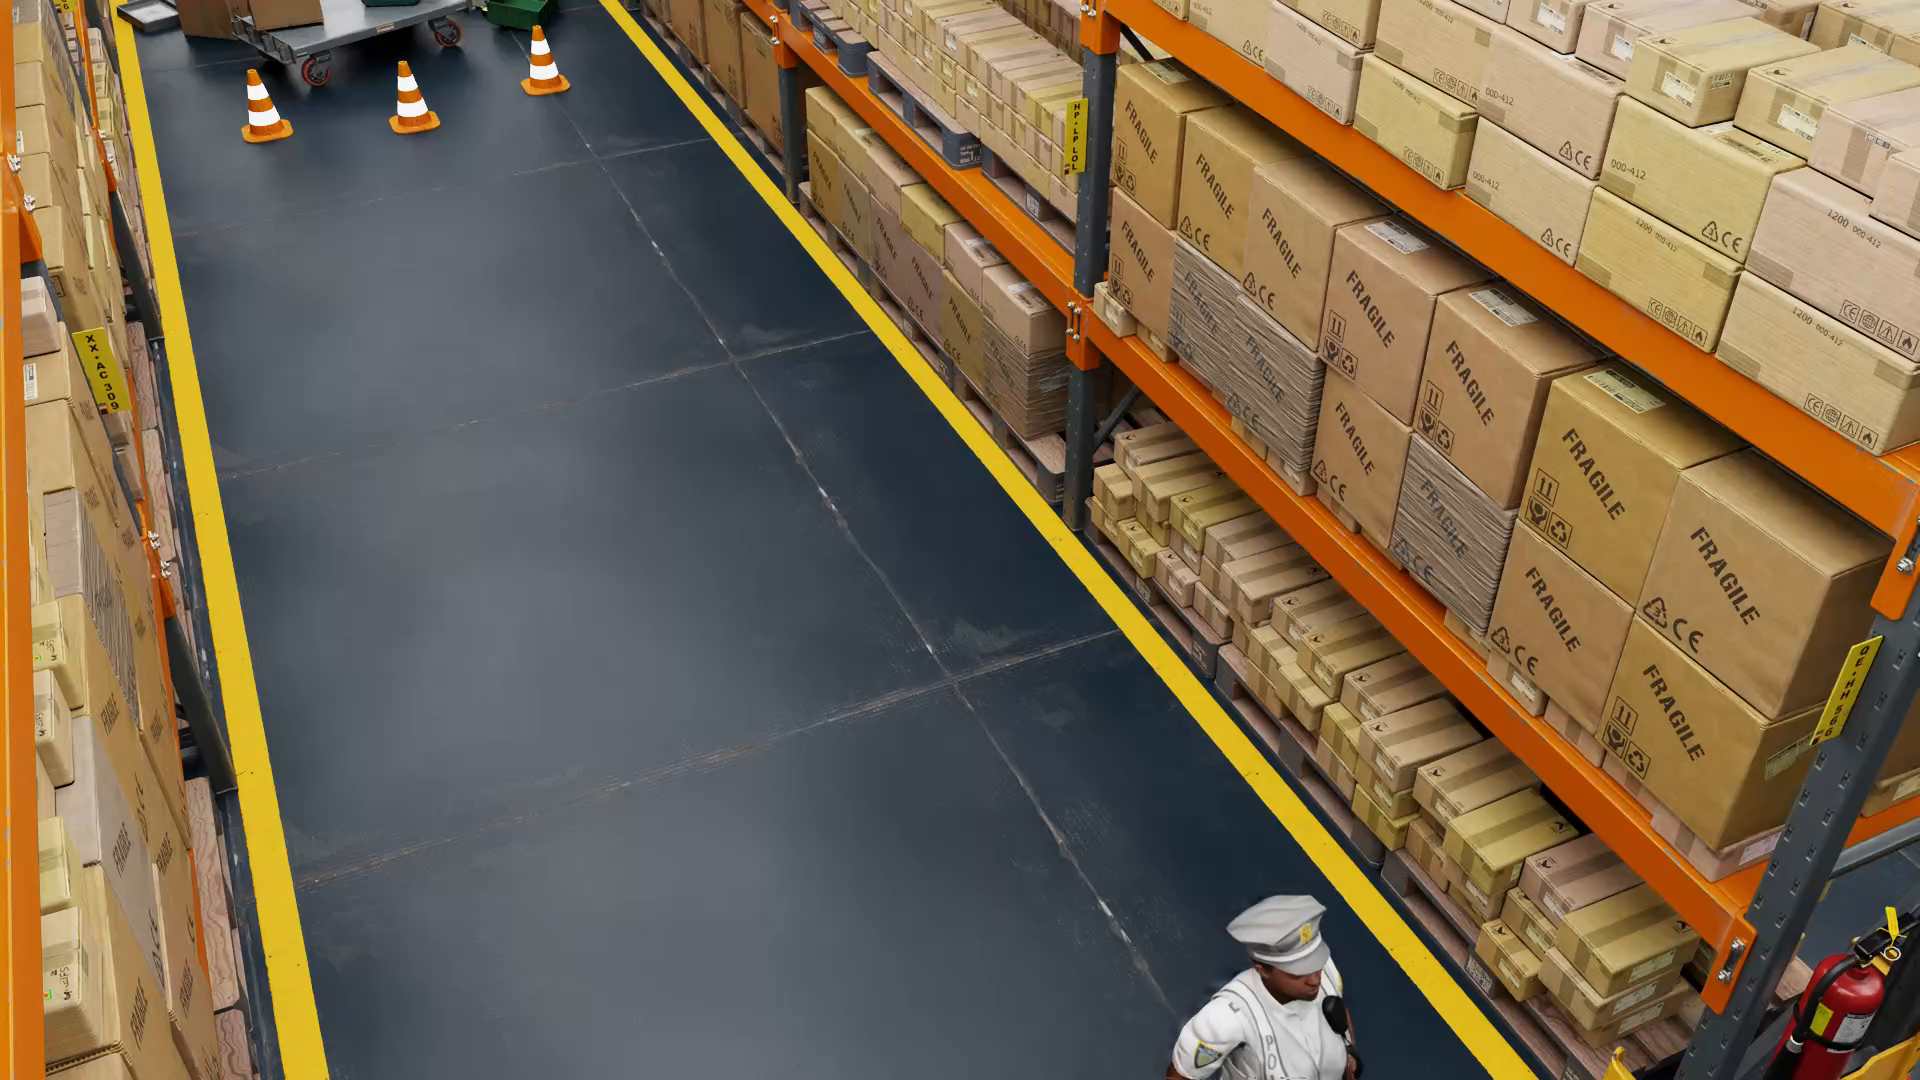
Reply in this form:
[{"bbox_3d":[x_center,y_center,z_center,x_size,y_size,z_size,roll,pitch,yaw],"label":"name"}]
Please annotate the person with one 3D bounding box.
[{"bbox_3d":[0.913,1.660,4.687,0.591,1.680,0.508,-25,44,-29],"label":"person"}]
